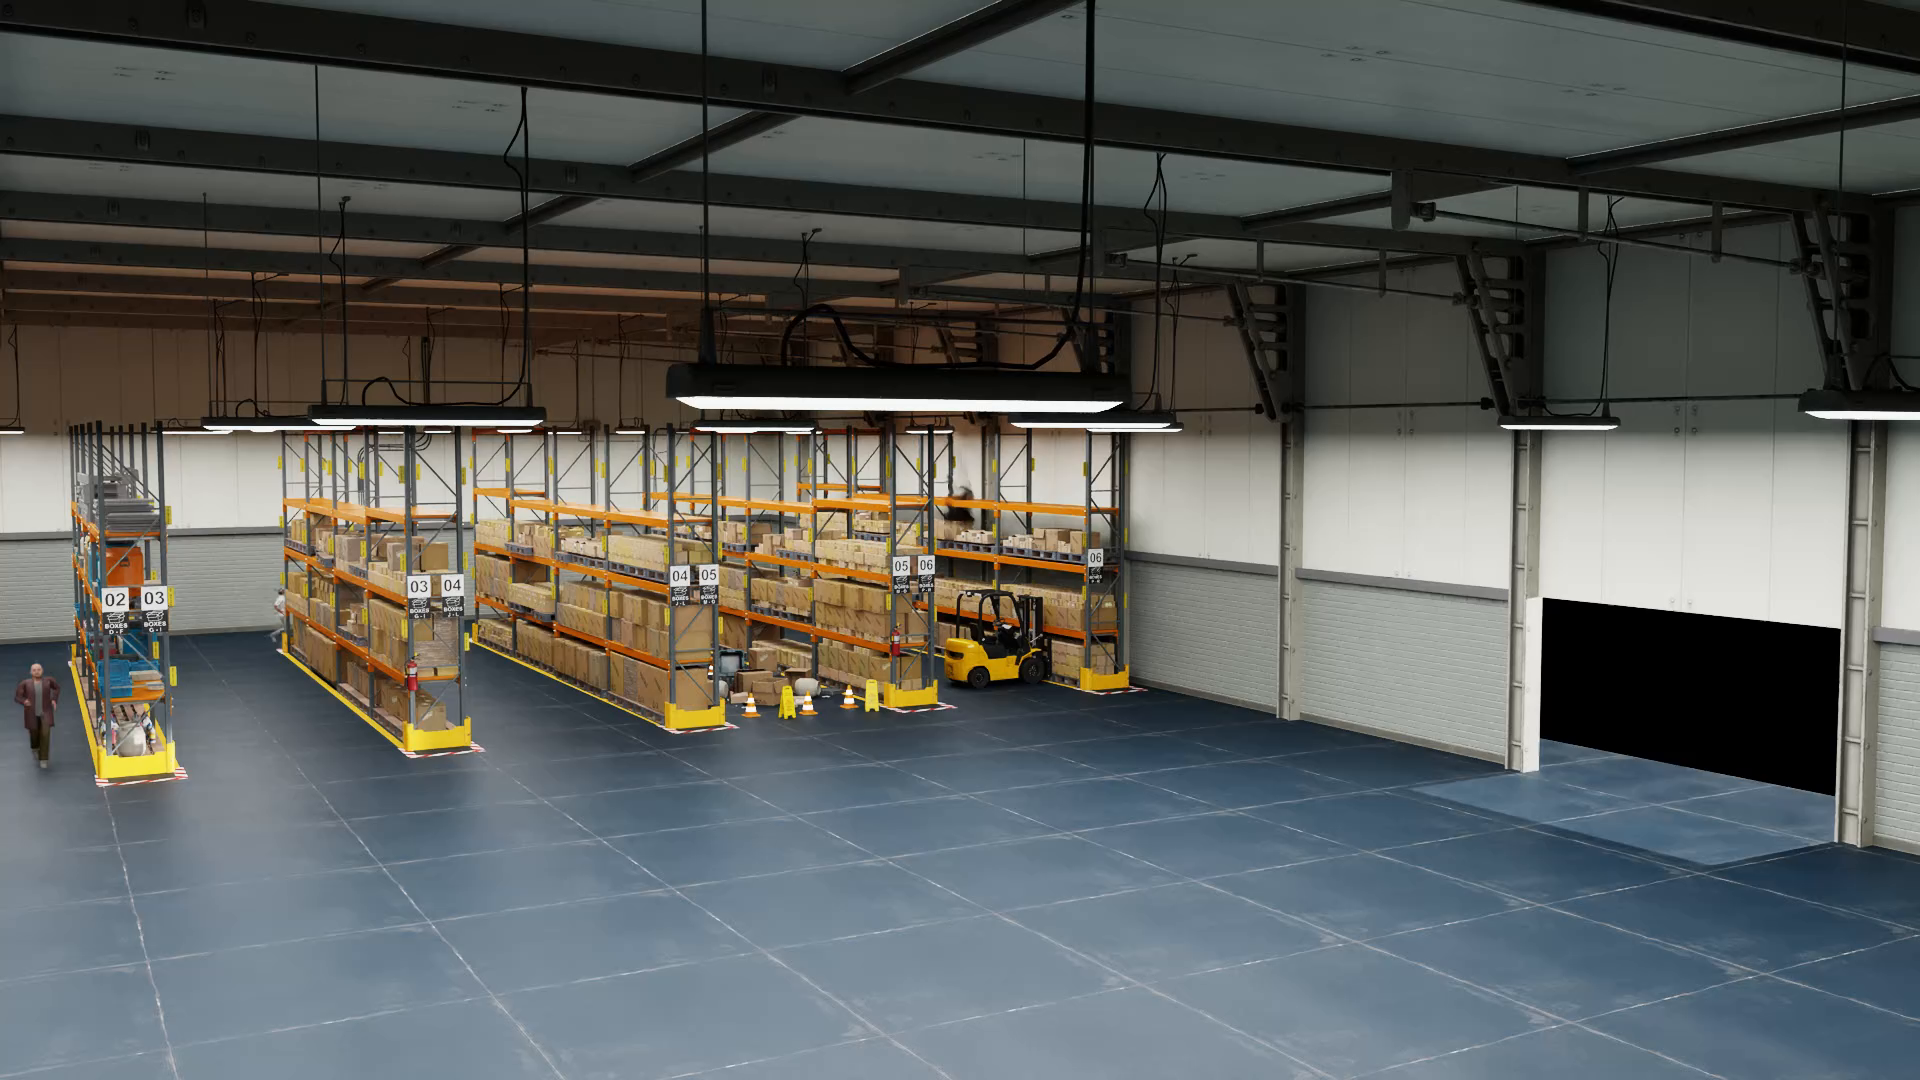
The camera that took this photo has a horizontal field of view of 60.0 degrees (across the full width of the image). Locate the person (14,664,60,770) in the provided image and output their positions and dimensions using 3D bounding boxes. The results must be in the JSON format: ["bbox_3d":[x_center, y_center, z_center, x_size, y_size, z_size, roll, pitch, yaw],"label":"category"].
[{"bbox_3d":[-16.038,3.042,28.937,0.710,1.790,1.042,-2,4,-31],"label":"person"}]

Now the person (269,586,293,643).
[{"bbox_3d":[-18.515,2.075,45.493,0.824,1.667,0.588,0,4,-7],"label":"person"}]
